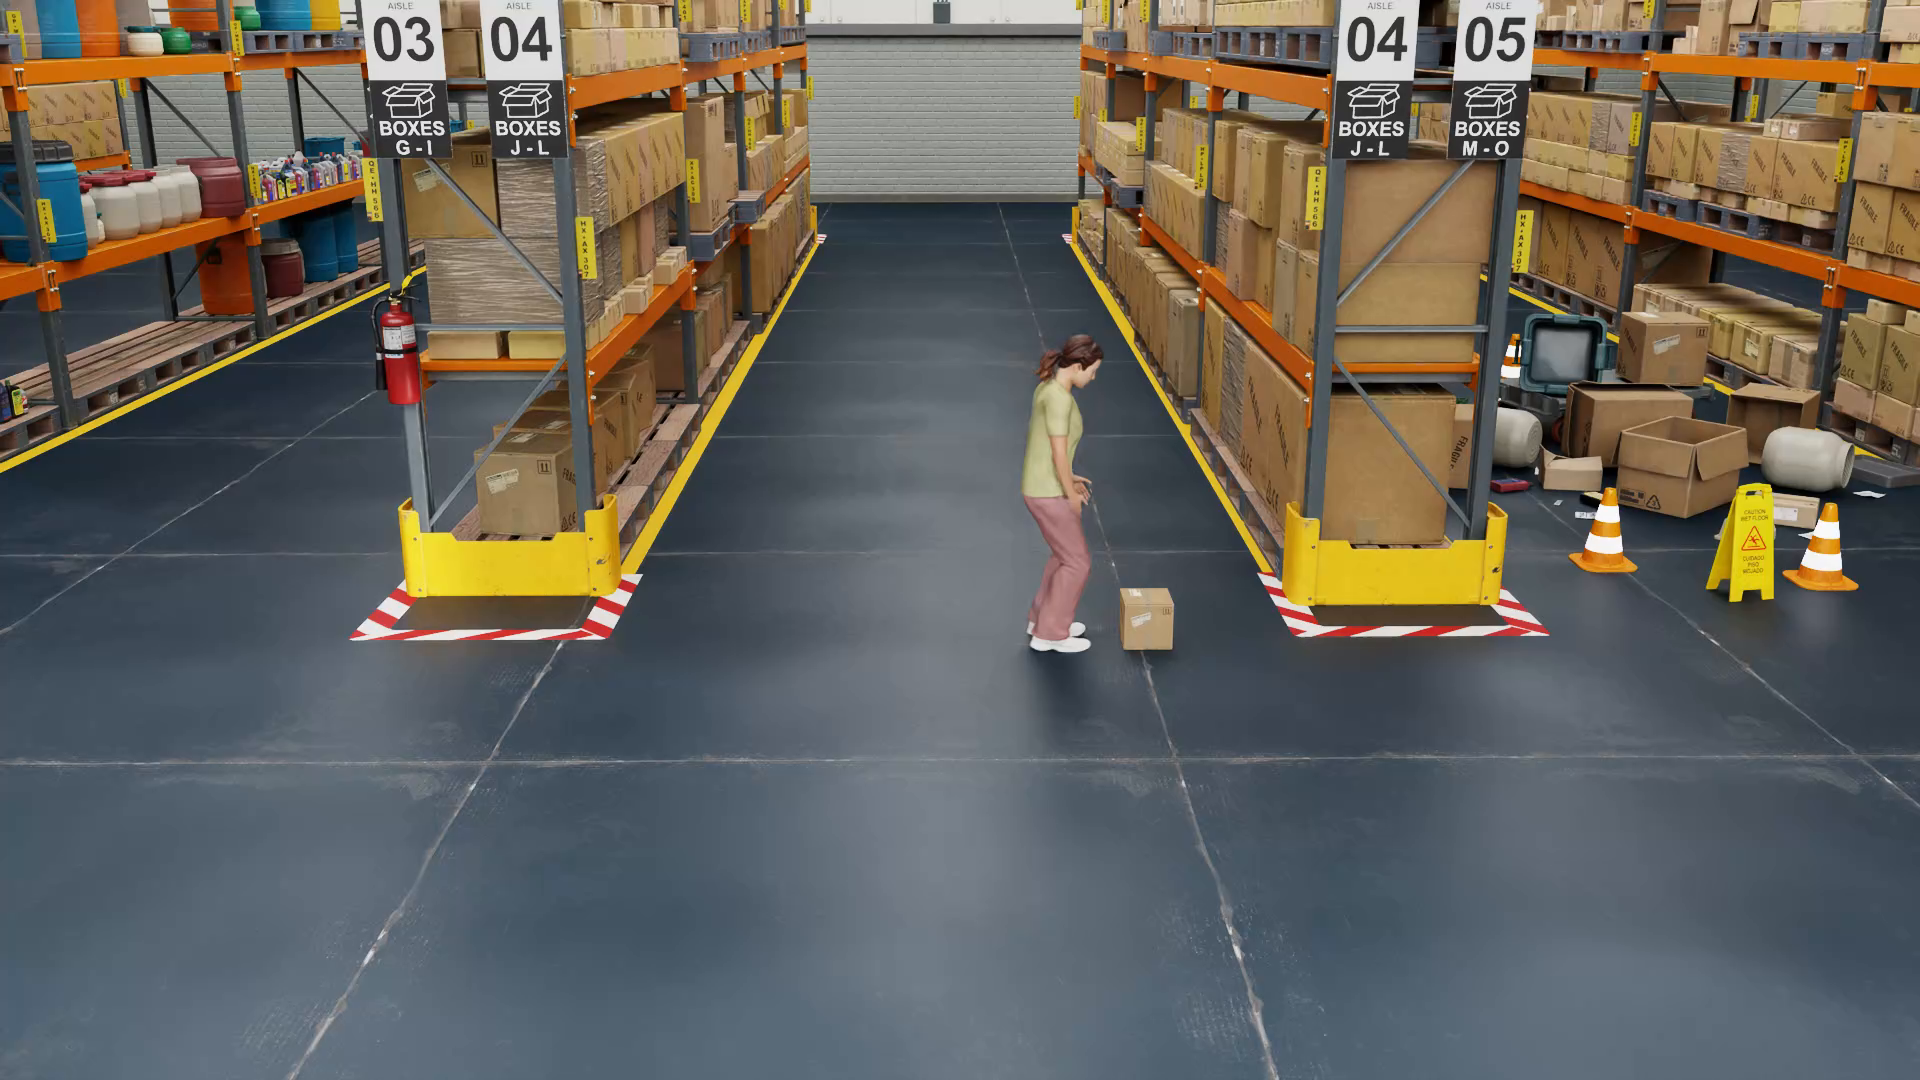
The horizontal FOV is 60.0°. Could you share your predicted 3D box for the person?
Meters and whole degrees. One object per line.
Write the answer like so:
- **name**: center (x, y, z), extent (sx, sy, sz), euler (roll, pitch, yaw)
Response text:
- **person**: center (0.510, -0.246, 8.462), extent (0.406, 1.617, 0.474), euler (0, 17, 1)
